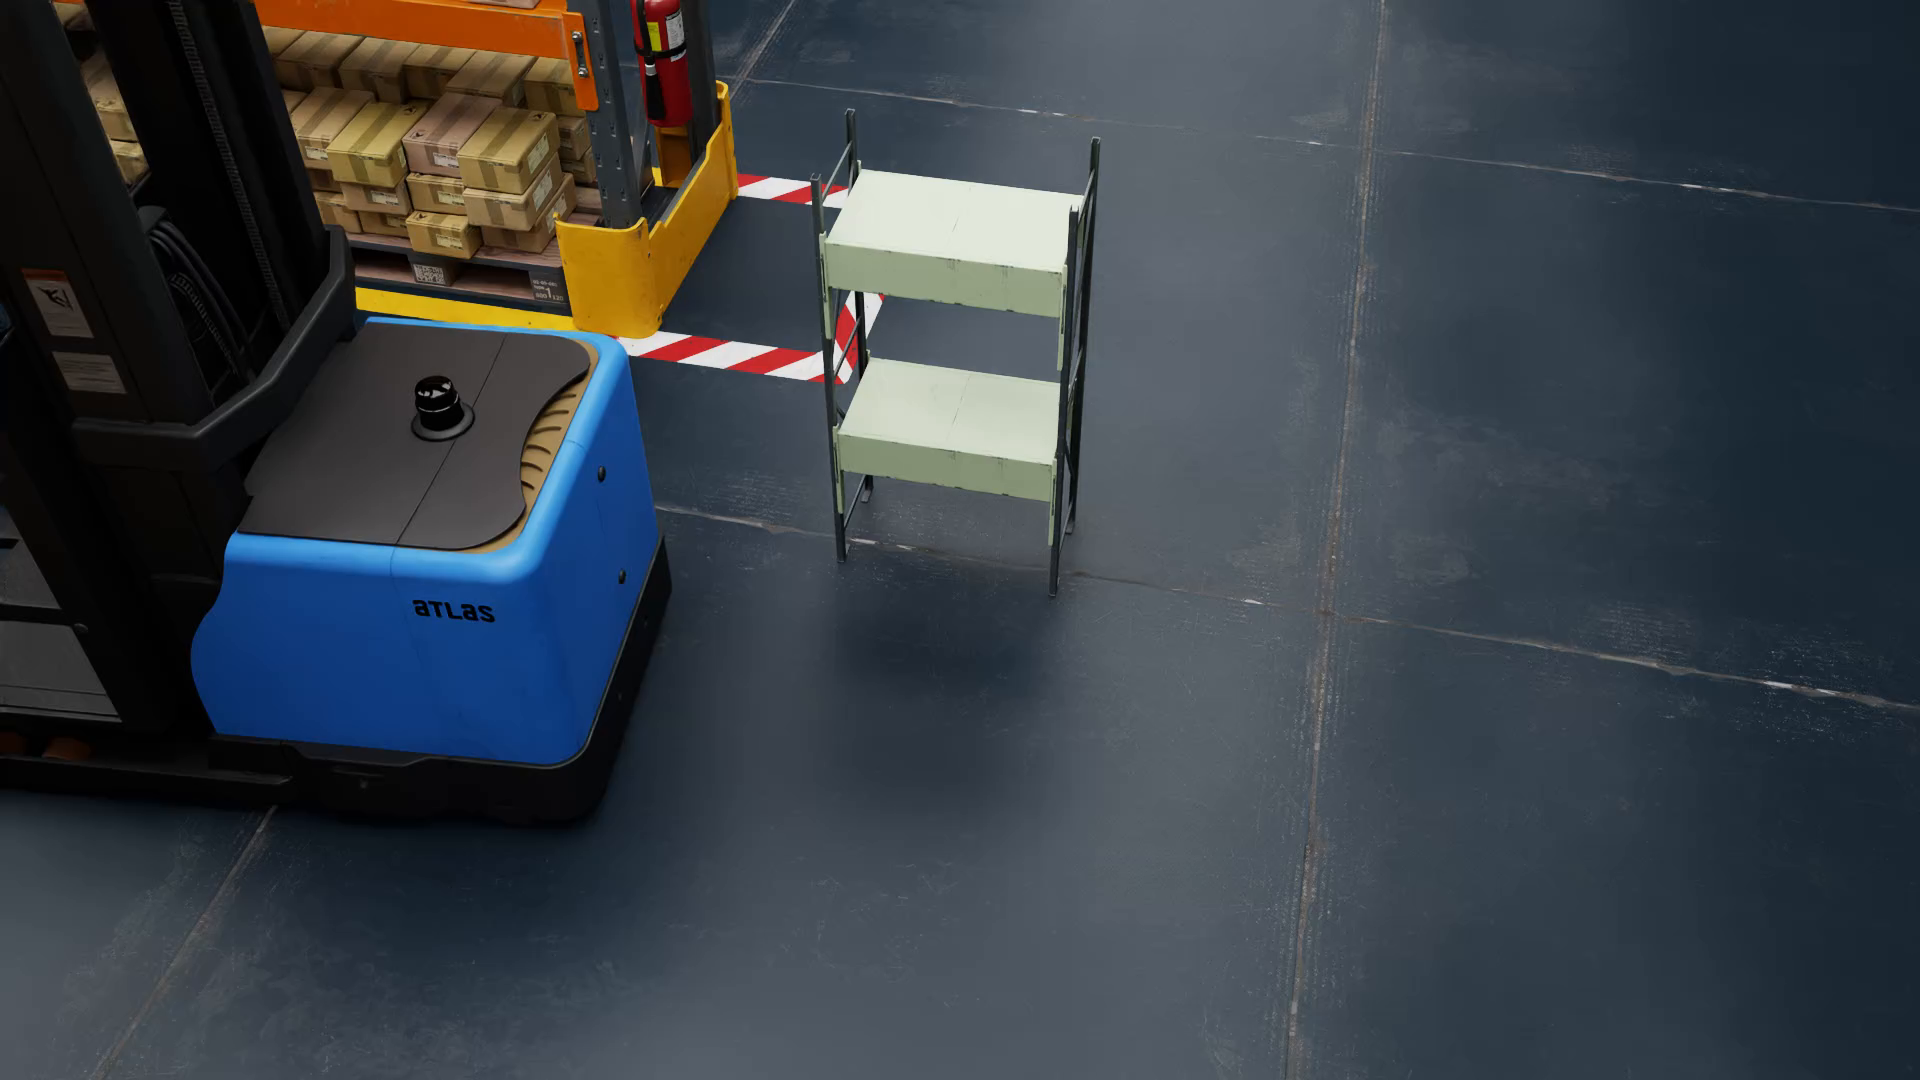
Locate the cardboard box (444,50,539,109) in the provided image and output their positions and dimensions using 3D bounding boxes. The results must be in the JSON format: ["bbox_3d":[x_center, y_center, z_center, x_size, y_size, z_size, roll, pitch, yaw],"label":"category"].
[{"bbox_3d":[-1.919,-1.885,6.869,0.250,0.149,0.380,10,45,10],"label":"cardboard box"}]

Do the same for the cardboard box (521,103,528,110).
[{"bbox_3d":[-1.896,-1.841,7.038,0.250,0.149,0.380,9,45,9],"label":"cardboard box"}]

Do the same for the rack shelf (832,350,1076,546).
[{"bbox_3d":[-0.007,-0.306,5.457,0.720,0.370,0.431,9,45,9],"label":"rack shelf"}]

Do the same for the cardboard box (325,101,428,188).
[{"bbox_3d":[-2.271,-1.554,6.526,0.250,0.149,0.380,8,44,8],"label":"cardboard box"}]

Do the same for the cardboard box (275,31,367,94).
[{"bbox_3d":[-2.665,-2.040,7.030,0.250,0.149,0.380,10,45,11],"label":"cardboard box"}]

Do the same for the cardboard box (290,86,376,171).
[{"bbox_3d":[-2.510,-1.636,6.611,0.250,0.149,0.380,7,44,7],"label":"cardboard box"}]

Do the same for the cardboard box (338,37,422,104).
[{"bbox_3d":[-2.397,-1.991,6.980,0.250,0.149,0.380,7,44,7],"label":"cardboard box"}]

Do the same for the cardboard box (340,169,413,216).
[{"bbox_3d":[-2.271,-1.472,6.655,0.250,0.149,0.380,7,44,7],"label":"cardboard box"}]

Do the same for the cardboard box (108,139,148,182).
[{"bbox_3d":[-3.300,-1.616,6.805,0.250,0.149,0.380,9,45,9],"label":"cardboard box"}]

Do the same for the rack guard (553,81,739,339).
[{"bbox_3d":[-1.260,-1.388,6.831,0.348,0.500,1.175,9,45,9],"label":"rack guard"}]

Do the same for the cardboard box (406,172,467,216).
[{"bbox_3d":[-2.007,-1.471,6.654,0.250,0.149,0.380,8,44,8],"label":"cardboard box"}]

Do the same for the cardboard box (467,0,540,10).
[{"bbox_3d":[-1.566,-2.044,5.892,0.250,0.149,0.380,9,45,9],"label":"cardboard box"}]

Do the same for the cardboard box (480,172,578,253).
[{"bbox_3d":[-1.745,-1.340,6.732,0.250,0.149,0.380,10,45,10],"label":"cardboard box"}]

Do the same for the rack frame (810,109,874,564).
[{"bbox_3d":[-0.364,-0.597,5.289,0.023,1.500,0.400,9,45,9],"label":"rack frame"}]

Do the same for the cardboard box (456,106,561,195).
[{"bbox_3d":[-1.758,-1.524,6.494,0.250,0.149,0.380,9,45,10],"label":"cardboard box"}]

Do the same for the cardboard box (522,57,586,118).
[{"bbox_3d":[-1.623,-1.925,6.910,0.250,0.149,0.380,7,44,7],"label":"cardboard box"}]

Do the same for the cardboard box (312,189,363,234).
[{"bbox_3d":[-2.501,-1.437,6.833,0.250,0.149,0.380,9,45,9],"label":"cardboard box"}]

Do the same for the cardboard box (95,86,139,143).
[{"bbox_3d":[-3.279,-1.775,6.755,0.250,0.149,0.380,9,45,9],"label":"cardboard box"}]

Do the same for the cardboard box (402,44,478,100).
[{"bbox_3d":[-2.137,-2.010,6.999,0.250,0.149,0.380,9,45,9],"label":"cardboard box"}]

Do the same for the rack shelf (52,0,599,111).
[{"bbox_3d":[-3.138,-2.320,6.517,4.000,0.370,1.077,9,45,9],"label":"rack shelf"}]

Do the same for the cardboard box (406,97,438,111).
[{"bbox_3d":[-2.155,-1.818,7.014,0.250,0.149,0.380,9,45,10],"label":"cardboard box"}]

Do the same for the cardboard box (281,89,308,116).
[{"bbox_3d":[-2.784,-1.639,6.614,0.250,0.149,0.380,10,45,11],"label":"cardboard box"}]

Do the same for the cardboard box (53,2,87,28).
[{"bbox_3d":[-3.947,-2.206,7.203,0.250,0.149,0.380,10,45,10],"label":"cardboard box"}]

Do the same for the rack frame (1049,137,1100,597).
[{"bbox_3d":[0.351,-0.486,5.173,0.023,1.500,0.400,9,45,9],"label":"rack frame"}]

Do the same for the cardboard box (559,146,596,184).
[{"bbox_3d":[-1.628,-1.697,7.103,0.250,0.149,0.380,10,45,10],"label":"cardboard box"}]

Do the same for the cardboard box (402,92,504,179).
[{"bbox_3d":[-1.991,-1.601,6.574,0.250,0.149,0.380,10,45,10],"label":"cardboard box"}]

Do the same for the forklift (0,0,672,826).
[{"bbox_3d":[-2.503,-0.670,4.333,3.031,2.935,1.130,5,44,5],"label":"forklift"}]

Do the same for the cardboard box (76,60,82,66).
[{"bbox_3d":[-3.795,-1.824,6.806,0.250,0.149,0.380,10,45,10],"label":"cardboard box"}]

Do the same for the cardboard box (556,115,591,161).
[{"bbox_3d":[-1.641,-1.761,6.955,0.250,0.149,0.380,11,45,11],"label":"cardboard box"}]

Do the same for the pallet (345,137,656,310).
[{"bbox_3d":[-2.045,-1.431,7.084,1.213,0.211,1.003,9,45,9],"label":"pallet"}]

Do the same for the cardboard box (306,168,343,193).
[{"bbox_3d":[-2.511,-1.583,6.770,0.250,0.149,0.380,8,45,9],"label":"cardboard box"}]

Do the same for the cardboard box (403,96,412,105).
[{"bbox_3d":[-2.381,-1.930,7.131,0.250,0.149,0.380,10,45,10],"label":"cardboard box"}]

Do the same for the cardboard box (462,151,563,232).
[{"bbox_3d":[-1.764,-1.395,6.575,0.250,0.149,0.380,8,44,8],"label":"cardboard box"}]

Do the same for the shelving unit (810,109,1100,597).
[{"bbox_3d":[-0.007,-0.541,5.231,0.755,1.500,0.431,9,45,9],"label":"shelving unit"}]

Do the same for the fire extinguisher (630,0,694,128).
[{"bbox_3d":[-1.041,-1.764,5.744,0.183,0.674,0.296,9,45,9],"label":"fire extinguisher"}]

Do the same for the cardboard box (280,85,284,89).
[{"bbox_3d":[-2.935,-1.919,7.119,0.250,0.149,0.380,11,45,11],"label":"cardboard box"}]

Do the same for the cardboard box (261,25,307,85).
[{"bbox_3d":[-2.912,-2.110,7.104,0.250,0.149,0.380,9,45,10],"label":"cardboard box"}]

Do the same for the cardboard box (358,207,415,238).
[{"bbox_3d":[-2.258,-1.408,6.803,0.250,0.149,0.380,9,45,9],"label":"cardboard box"}]

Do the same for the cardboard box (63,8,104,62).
[{"bbox_3d":[-3.663,-2.228,7.226,0.250,0.149,0.380,7,44,7],"label":"cardboard box"}]

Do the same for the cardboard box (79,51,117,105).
[{"bbox_3d":[-3.511,-1.839,6.821,0.250,0.149,0.380,7,44,7],"label":"cardboard box"}]

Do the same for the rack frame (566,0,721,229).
[{"bbox_3d":[-1.186,-2.277,5.952,0.127,3.000,1.000,9,45,9],"label":"rack frame"}]

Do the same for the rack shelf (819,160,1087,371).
[{"bbox_3d":[-0.007,-0.823,4.960,0.720,0.370,0.431,9,45,9],"label":"rack shelf"}]

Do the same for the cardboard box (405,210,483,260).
[{"bbox_3d":[-2.019,-1.310,6.701,0.250,0.149,0.380,10,45,10],"label":"cardboard box"}]
